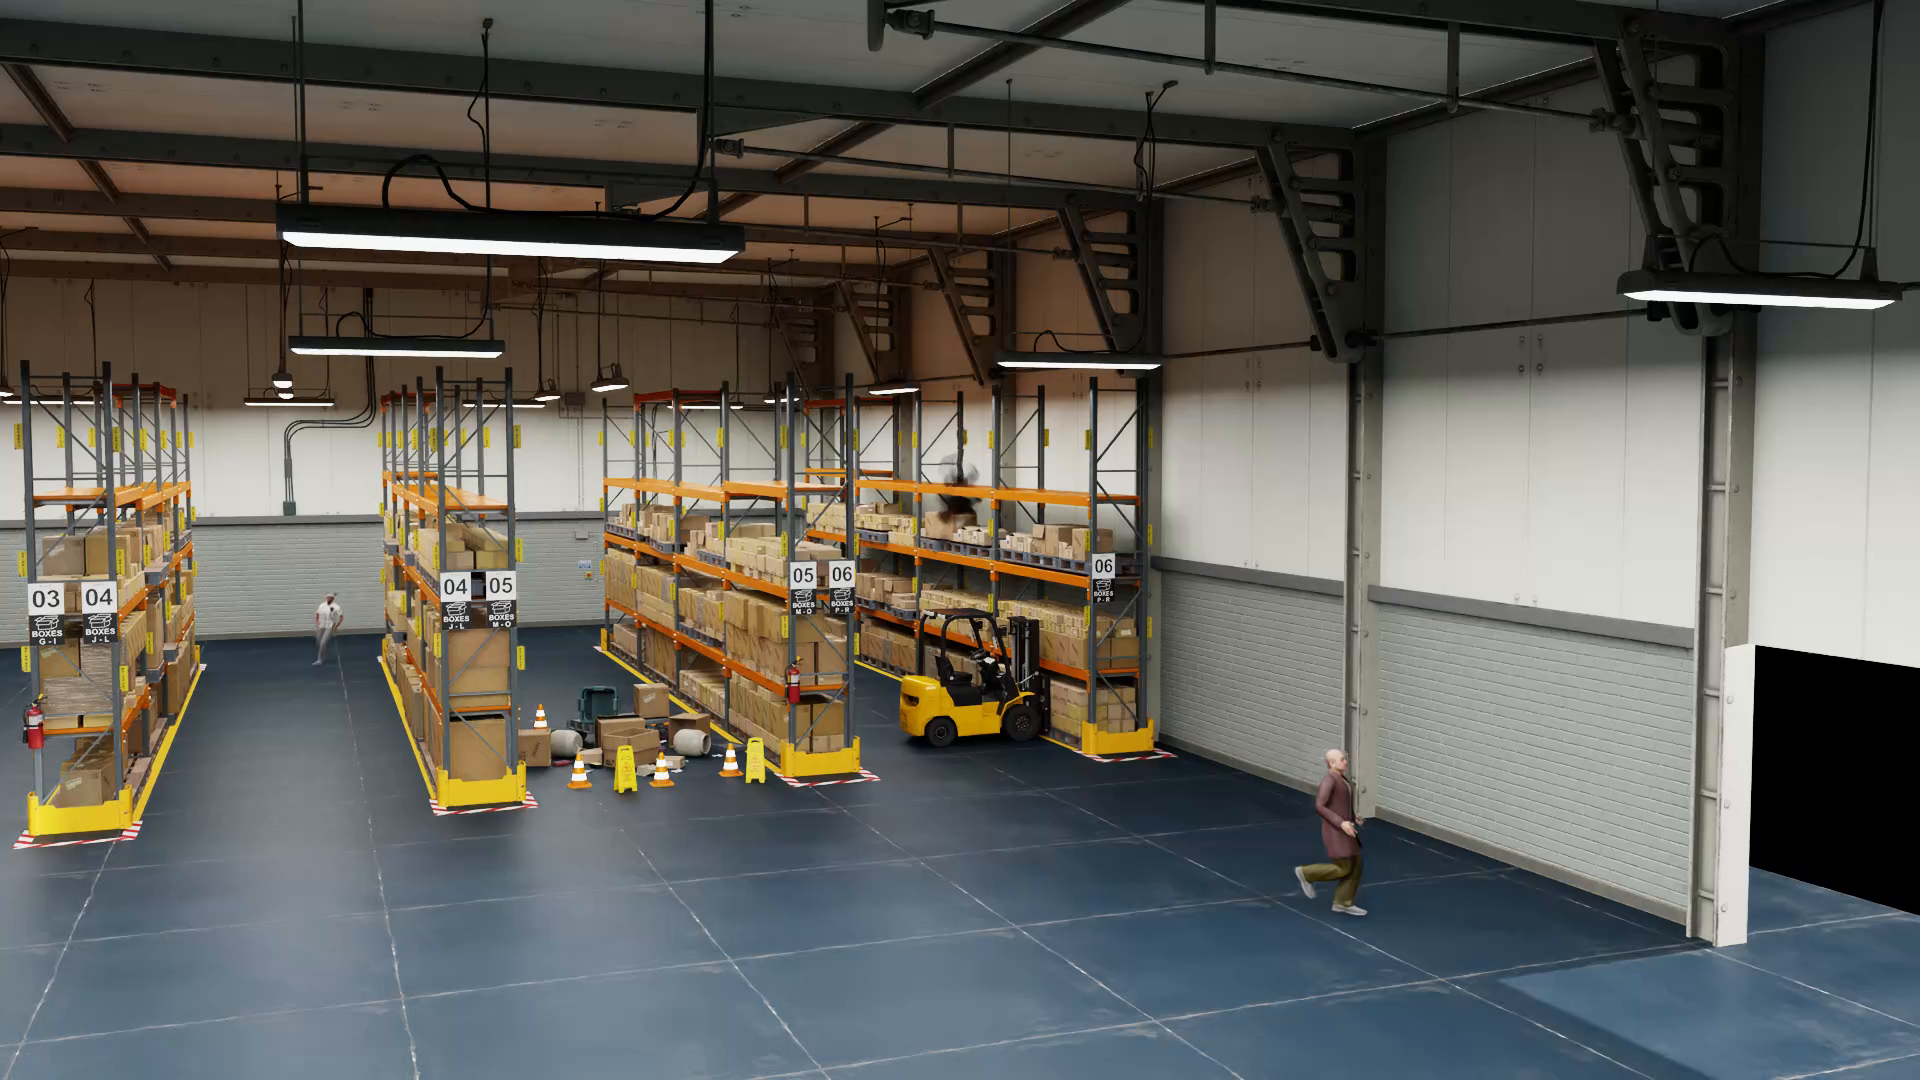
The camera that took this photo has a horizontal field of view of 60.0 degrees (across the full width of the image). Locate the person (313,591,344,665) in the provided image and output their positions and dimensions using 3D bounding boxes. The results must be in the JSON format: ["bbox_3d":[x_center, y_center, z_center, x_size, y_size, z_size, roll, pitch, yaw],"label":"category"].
[{"bbox_3d":[-14.100,1.951,37.124,0.670,1.637,0.660,0,3,-1],"label":"person"}]

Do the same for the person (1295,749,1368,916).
[{"bbox_3d":[3.954,3.080,17.613,0.756,1.743,0.711,2,4,28],"label":"person"}]
